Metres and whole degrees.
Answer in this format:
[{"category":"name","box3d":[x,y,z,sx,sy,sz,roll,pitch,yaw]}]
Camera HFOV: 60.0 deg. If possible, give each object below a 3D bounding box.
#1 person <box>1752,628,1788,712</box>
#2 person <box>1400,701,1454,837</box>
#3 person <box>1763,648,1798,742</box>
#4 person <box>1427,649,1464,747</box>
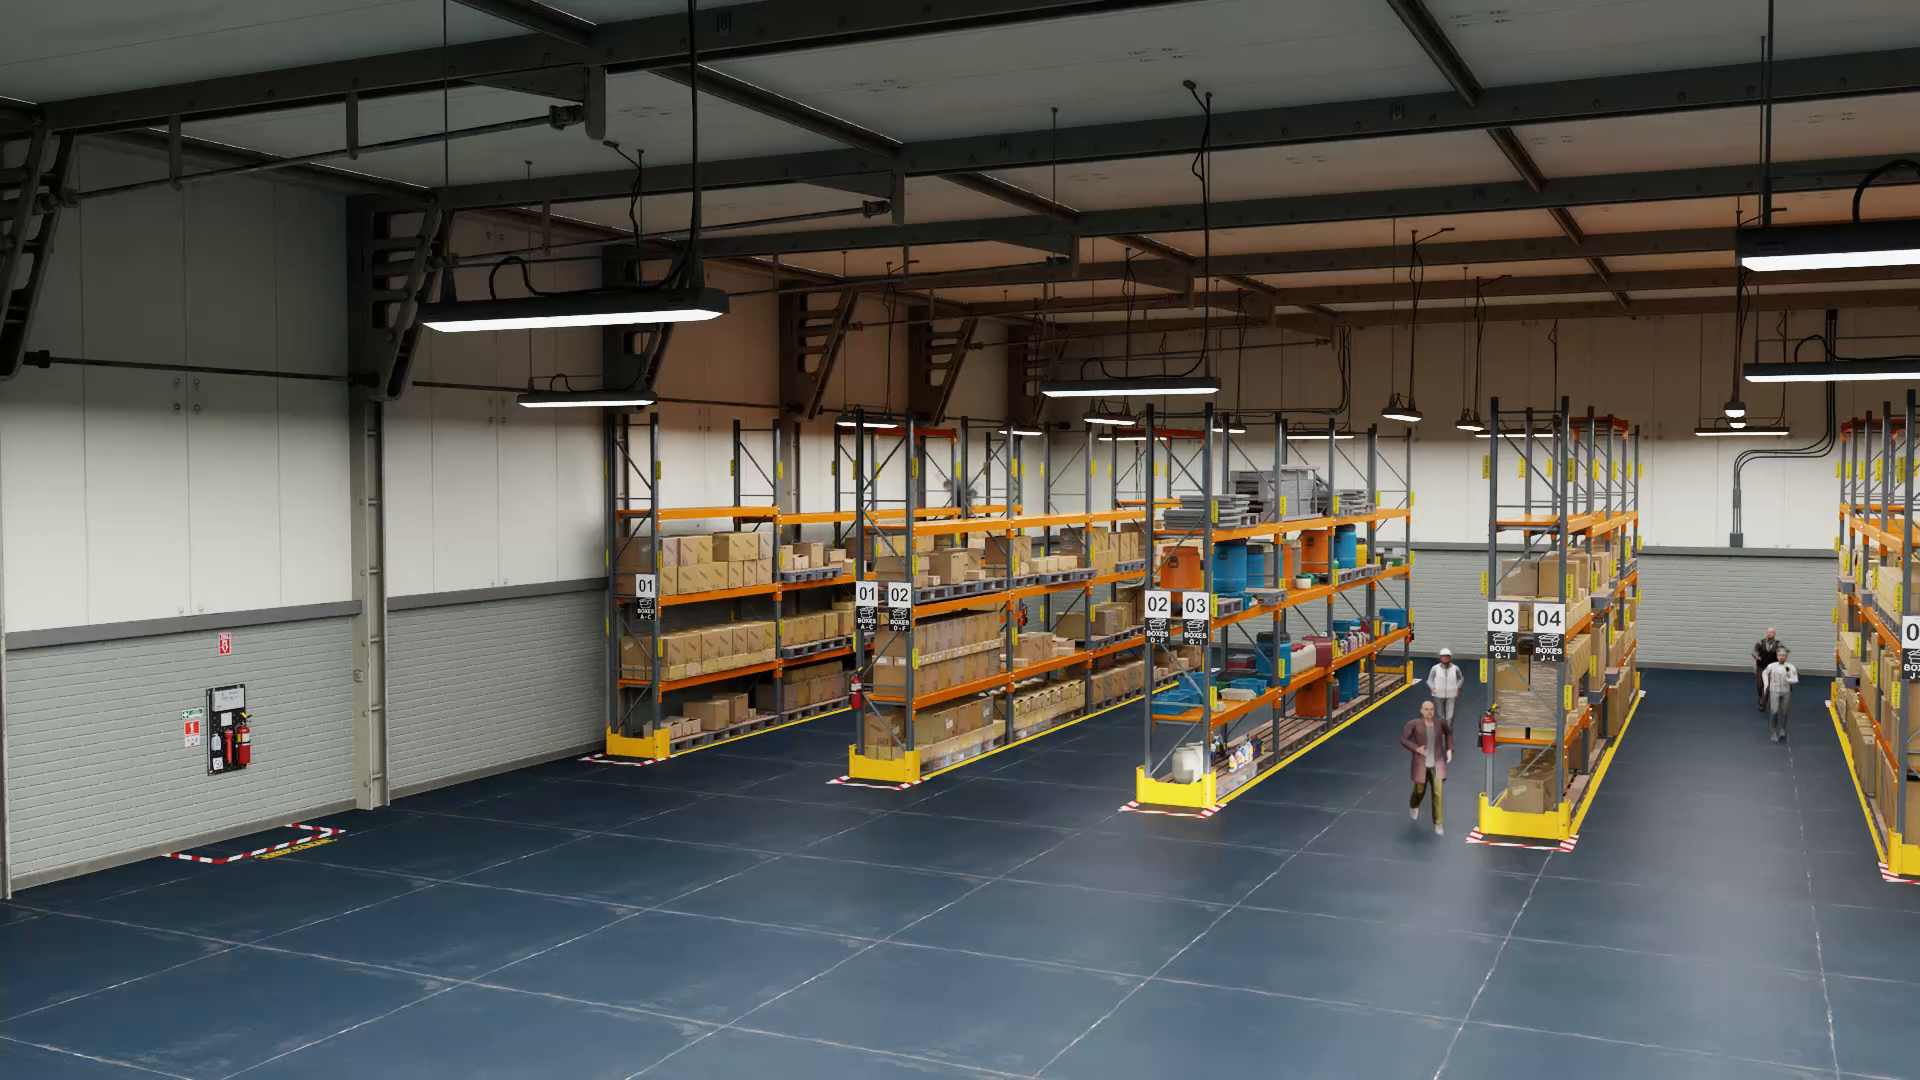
[{"category":"person","box3d":[16.905,2.699,34.747,0.672,1.721,0.836,2,3,35]},{"category":"person","box3d":[6.501,3.138,23.153,0.756,1.810,0.996,0,2,3]},{"category":"person","box3d":[15.193,2.863,30.796,0.578,1.750,0.740,1,3,22]},{"category":"person","box3d":[8.888,2.862,30.439,0.661,1.758,0.792,1,2,13]}]
